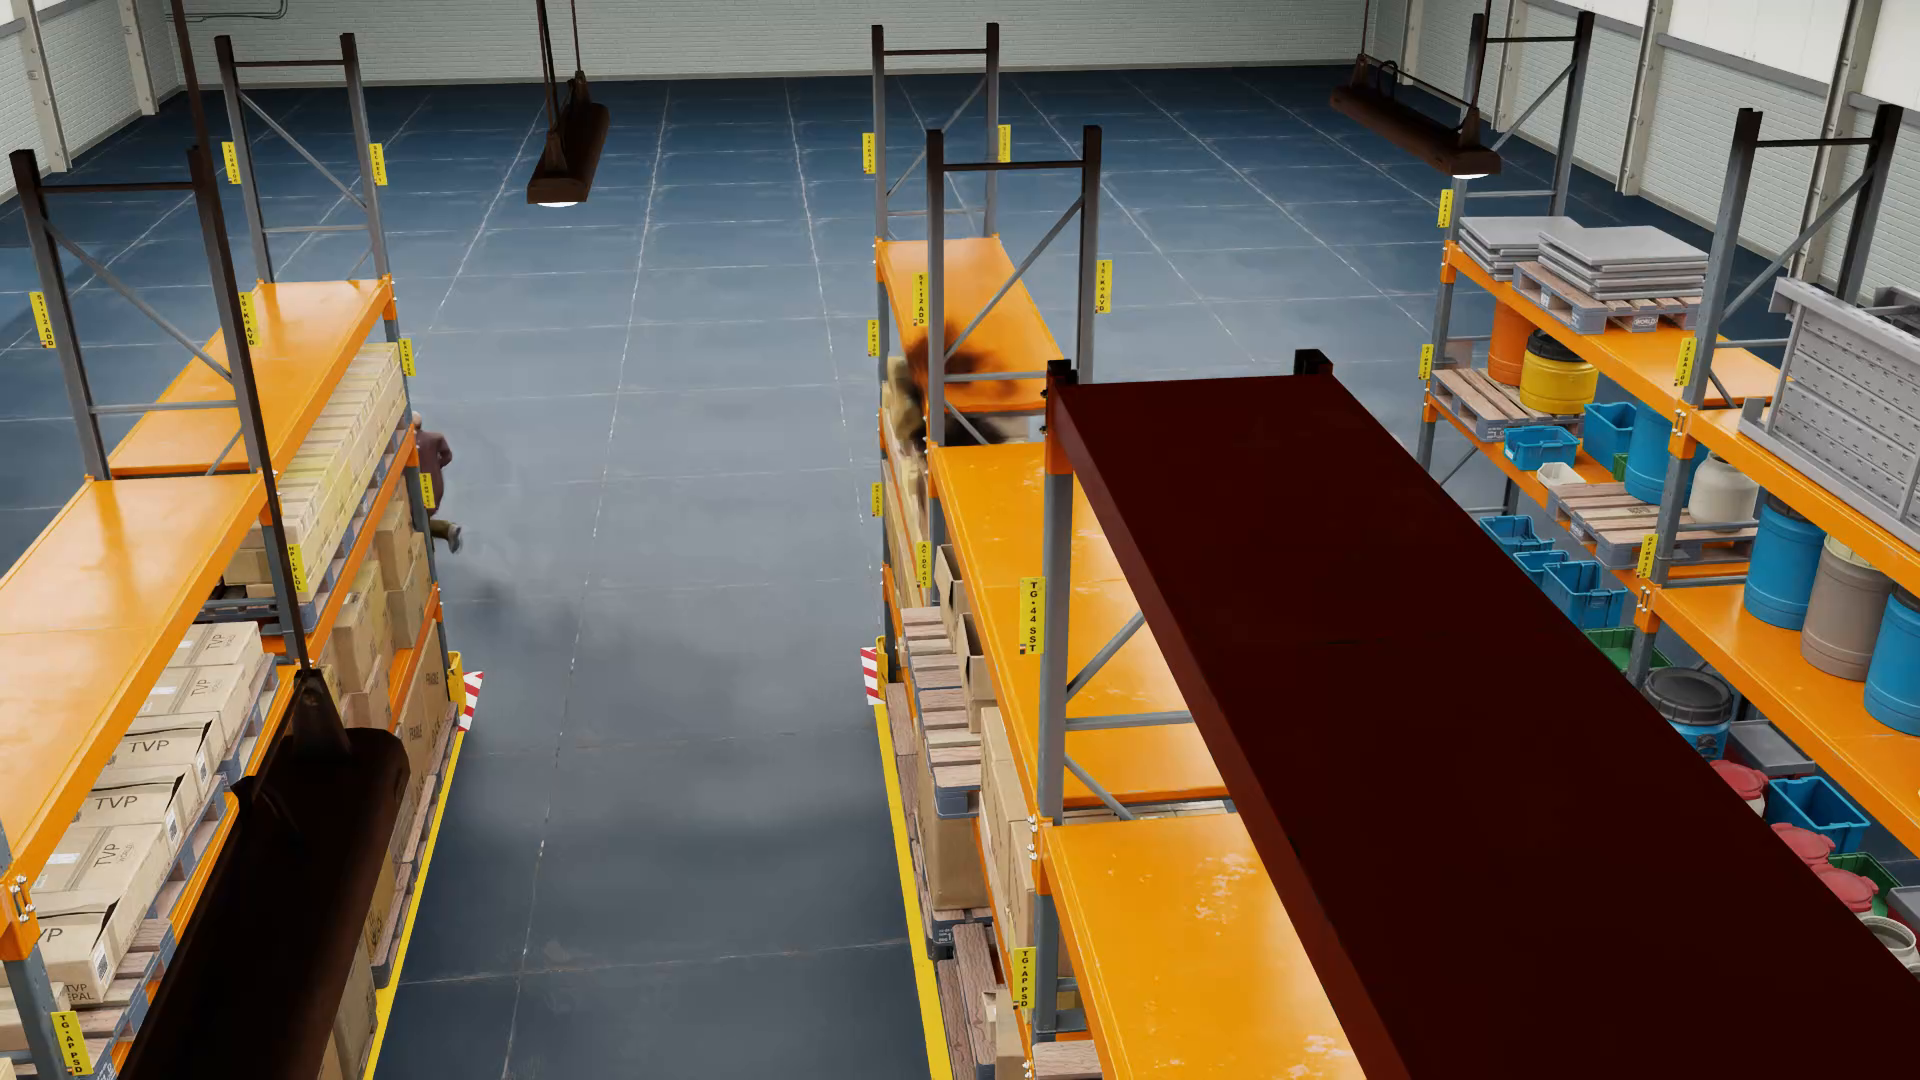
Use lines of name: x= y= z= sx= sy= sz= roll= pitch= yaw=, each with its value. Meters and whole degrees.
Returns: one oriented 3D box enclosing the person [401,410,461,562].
person: x=-5.609 y=-0.510 z=17.625 sx=0.779 sy=1.747 sz=0.737 roll=15 pitch=29 yaw=28
